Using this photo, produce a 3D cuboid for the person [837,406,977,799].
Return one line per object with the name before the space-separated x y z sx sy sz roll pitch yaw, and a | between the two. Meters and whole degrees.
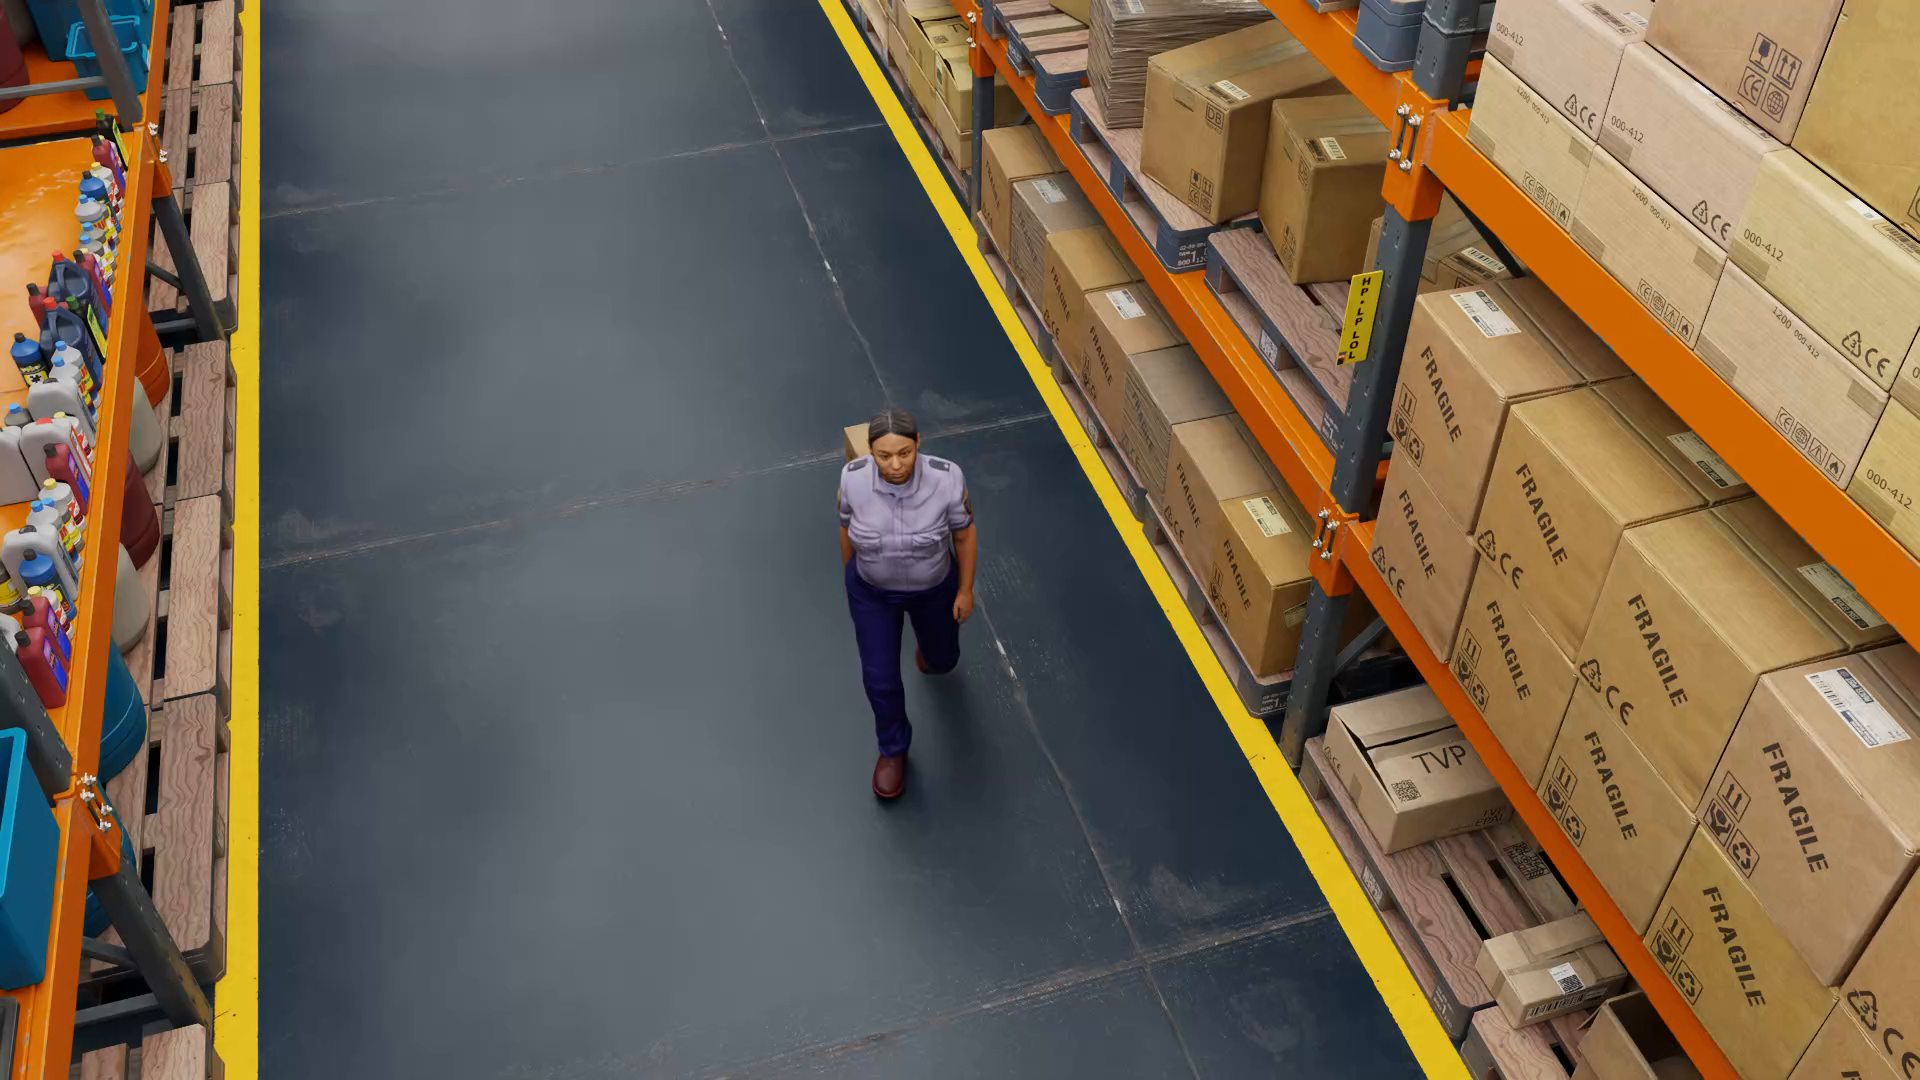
person | -0.186 0.125 6.019 0.484 1.611 0.800 0 42 1
